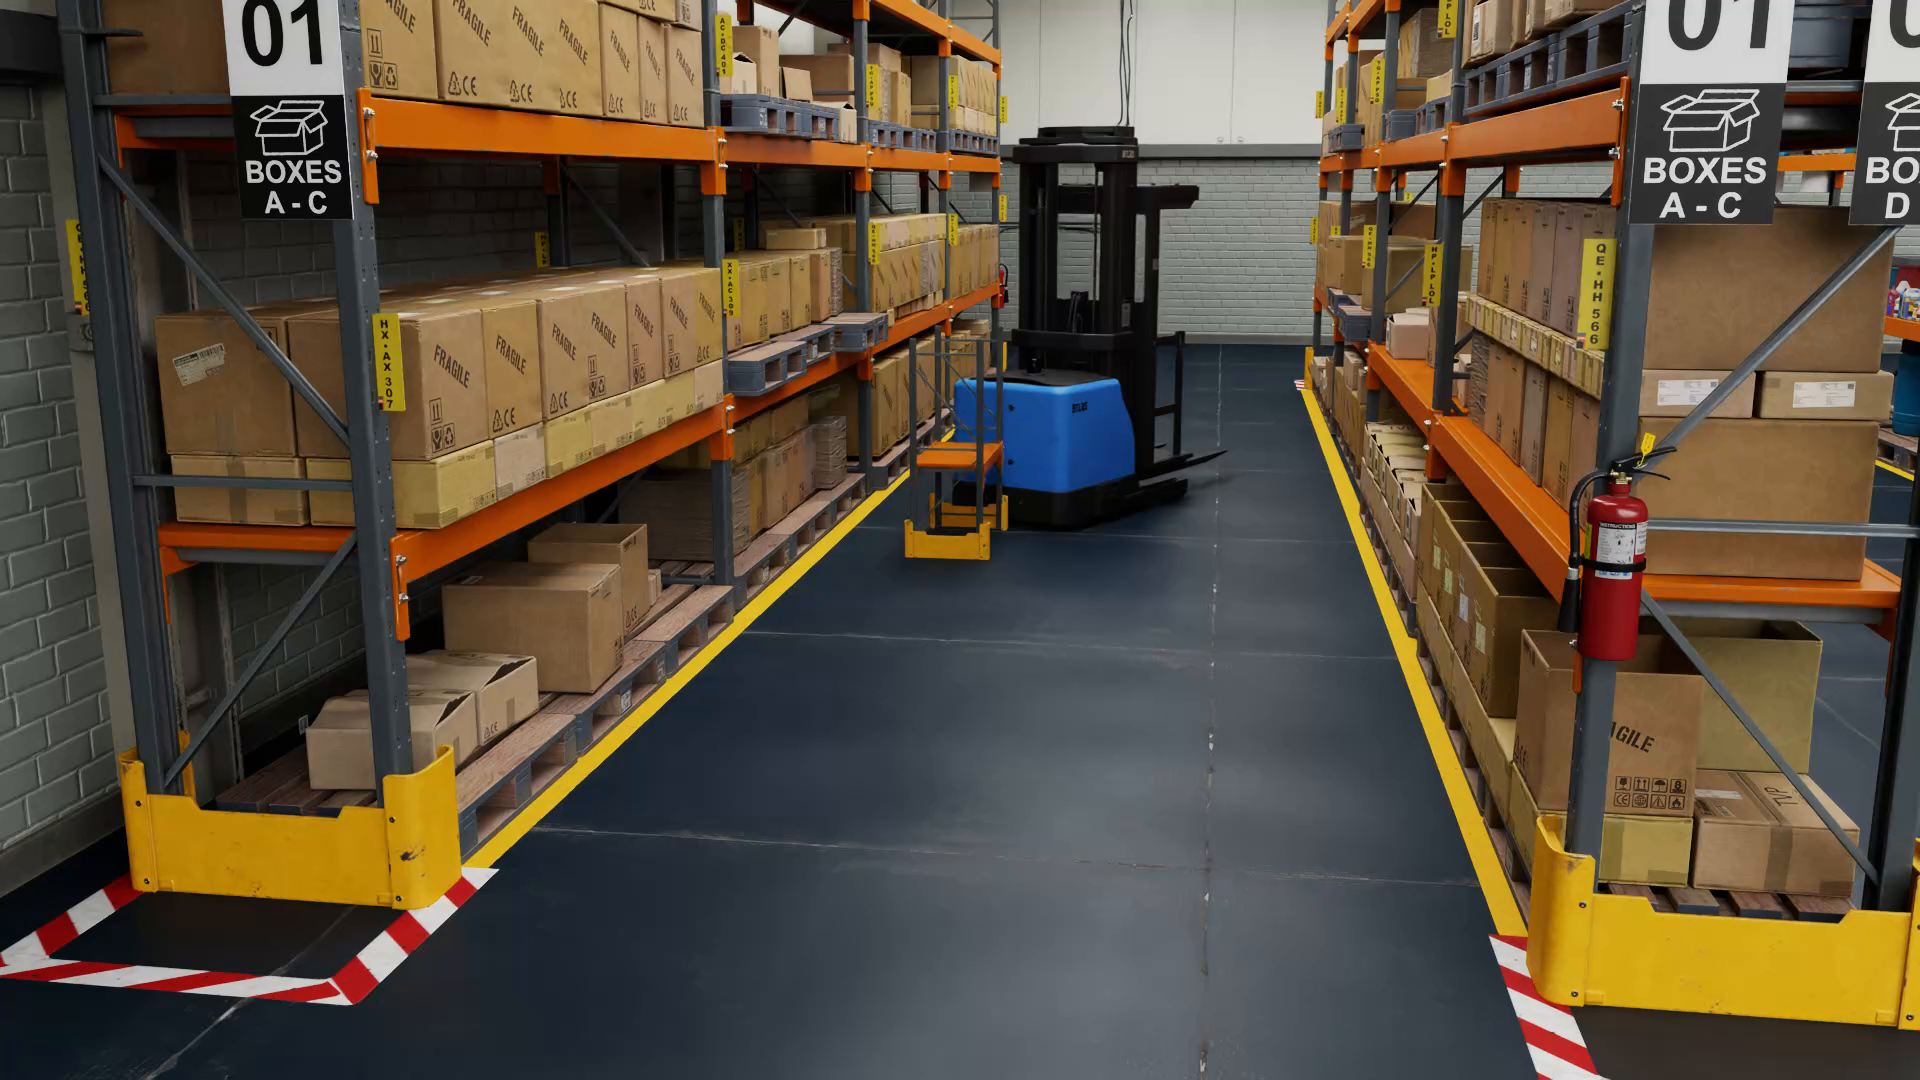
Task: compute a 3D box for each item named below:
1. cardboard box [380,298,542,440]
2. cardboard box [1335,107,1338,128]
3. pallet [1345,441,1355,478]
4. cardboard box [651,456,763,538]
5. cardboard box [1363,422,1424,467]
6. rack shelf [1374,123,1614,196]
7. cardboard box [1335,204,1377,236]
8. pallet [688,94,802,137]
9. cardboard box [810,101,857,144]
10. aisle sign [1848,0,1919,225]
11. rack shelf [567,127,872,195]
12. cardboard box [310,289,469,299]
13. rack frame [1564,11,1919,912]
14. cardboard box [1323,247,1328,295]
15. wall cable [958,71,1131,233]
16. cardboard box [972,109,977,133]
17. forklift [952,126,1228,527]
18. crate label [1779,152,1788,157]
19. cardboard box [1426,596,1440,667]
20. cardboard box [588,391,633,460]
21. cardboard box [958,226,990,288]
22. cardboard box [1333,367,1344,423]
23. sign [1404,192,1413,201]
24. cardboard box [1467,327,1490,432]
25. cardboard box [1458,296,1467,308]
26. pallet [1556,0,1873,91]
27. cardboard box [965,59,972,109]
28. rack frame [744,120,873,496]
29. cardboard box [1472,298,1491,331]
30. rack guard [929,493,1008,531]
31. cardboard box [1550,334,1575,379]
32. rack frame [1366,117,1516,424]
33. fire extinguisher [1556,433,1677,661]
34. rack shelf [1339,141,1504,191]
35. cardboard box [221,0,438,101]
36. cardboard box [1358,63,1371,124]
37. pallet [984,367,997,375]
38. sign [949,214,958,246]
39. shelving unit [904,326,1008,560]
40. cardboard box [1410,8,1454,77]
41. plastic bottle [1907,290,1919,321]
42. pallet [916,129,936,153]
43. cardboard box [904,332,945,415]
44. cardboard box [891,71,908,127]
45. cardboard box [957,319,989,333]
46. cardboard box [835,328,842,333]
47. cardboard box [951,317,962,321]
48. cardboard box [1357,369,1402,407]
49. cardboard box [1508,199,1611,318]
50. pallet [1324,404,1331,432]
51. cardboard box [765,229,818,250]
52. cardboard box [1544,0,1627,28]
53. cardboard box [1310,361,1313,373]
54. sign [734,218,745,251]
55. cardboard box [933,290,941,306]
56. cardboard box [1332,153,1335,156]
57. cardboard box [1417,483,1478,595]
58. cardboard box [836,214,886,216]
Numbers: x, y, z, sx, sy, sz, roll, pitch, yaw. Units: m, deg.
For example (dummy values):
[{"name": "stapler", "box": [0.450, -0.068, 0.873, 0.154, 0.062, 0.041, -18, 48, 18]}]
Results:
[{"name": "cardboard box", "box": [-2.001, -0.686, 6.584, 0.500, 0.500, 0.500, 2, 12, 9]}, {"name": "cardboard box", "box": [4.170, -4.380, 17.247, 0.500, 0.250, 0.500, 2, 12, 9]}, {"name": "pallet", "box": [4.010, -0.740, 14.928, 1.003, 0.211, 1.213, 2, 12, 9]}, {"name": "cardboard box", "box": [-1.716, -0.279, 11.058, 0.700, 0.500, 0.500, 2, 12, 8]}, {"name": "cardboard box", "box": [3.297, -0.732, 12.468, 0.500, 0.311, 0.500, 2, 12, 11]}, {"name": "rack shelf", "box": [3.360, -2.394, 10.572, 1.077, 0.370, 4.000, 2, 12, 9]}, {"name": "cardboard box", "box": [4.105, -3.180, 17.019, 0.500, 0.500, 0.500, 2, 12, 9]}, {"name": "pallet", "box": [-1.642, -2.523, 9.905, 1.213, 0.211, 1.003, 2, 12, 9]}, {"name": "cardboard box", "box": [-1.071, -3.130, 12.440, 0.500, 0.311, 0.500, 2, 12, 9]}, {"name": "aisle sign", "box": [2.730, -1.278, 4.633, 0.394, 0.787, 0.004, 2, 12, 9]}, {"name": "rack shelf", "box": [-1.535, -2.554, 11.313, 1.077, 0.370, 4.000, 2, 12, 9]}, {"name": "cardboard box", "box": [-2.433, -0.811, 7.164, 0.500, 0.500, 0.500, 2, 12, 7]}, {"name": "rack frame", "box": [2.438, -0.031, 5.016, 1.000, 3.000, 0.127, 2, 12, 9]}, {"name": "cardboard box", "box": [4.337, -3.011, 18.605, 0.500, 0.500, 0.500, 2, 12, 9]}, {"name": "wall cable", "box": [1.226, -6.102, 26.317, 3.097, 2.526, 0.112, 2, 12, 9]}, {"name": "cardboard box", "box": [-0.081, -4.684, 18.608, 0.500, 0.250, 0.500, 2, 12, 7]}, {"name": "forklift", "box": [1.202, -1.785, 13.320, 1.130, 2.935, 3.031, 9, 15, 34]}, {"name": "crate label", "box": [9.331, -4.412, 18.580, 0.408, 0.251, 0.502, 2, 12, 9]}, {"name": "cardboard box", "box": [2.600, 0.466, 8.241, 0.500, 0.250, 0.500, 2, 12, 9]}, {"name": "cardboard box", "box": [-1.839, -0.538, 7.677, 0.500, 0.250, 0.500, 2, 12, 9]}, {"name": "cardboard box", "box": [-0.166, -3.410, 19.982, 0.980, 0.700, 0.700, 2, 12, 8]}, {"name": "cardboard box", "box": [3.968, -1.429, 16.394, 0.500, 0.500, 0.500, 1, 12, 6]}, {"name": "sign", "box": [5.444, -4.060, 20.213, 0.100, 0.325, 0.005, 2, 12, 9]}, {"name": "cardboard box", "box": [2.991, -0.820, 8.440, 0.700, 0.500, 0.500, 2, 12, 7]}, {"name": "cardboard box", "box": [3.345, -1.286, 10.601, 0.500, 0.500, 0.500, 2, 12, 9]}, {"name": "pallet", "box": [2.572, -1.600, 5.389, 1.003, 0.211, 1.213, 2, 12, 9]}, {"name": "cardboard box", "box": [-0.152, -4.949, 18.058, 0.500, 0.500, 0.500, 2, 12, 7]}, {"name": "rack frame", "box": [-1.227, -1.856, 13.485, 1.000, 3.000, 0.127, 2, 12, 9]}, {"name": "cardboard box", "box": [2.782, -1.128, 8.328, 0.380, 0.149, 0.250, 2, 12, 9]}, {"name": "rack guard", "box": [0.065, -0.210, 12.374, 0.587, 0.250, 0.087, 2, 12, 9]}, {"name": "cardboard box", "box": [2.467, -0.697, 6.331, 0.380, 0.149, 0.250, 2, 12, 10]}, {"name": "rack frame", "box": [3.668, -1.696, 12.744, 1.000, 3.000, 0.127, 2, 12, 9]}, {"name": "fire extinguisher", "box": [1.960, 0.017, 4.980, 0.296, 0.674, 0.183, 2, 12, 9]}, {"name": "rack shelf", "box": [3.976, -3.227, 14.435, 1.077, 0.370, 4.000, 2, 12, 9]}, {"name": "cardboard box", "box": [-2.159, -1.777, 5.714, 0.500, 0.500, 0.500, 2, 12, 10]}, {"name": "cardboard box", "box": [4.133, -4.196, 15.751, 0.600, 0.600, 0.600, 1, 12, 3]}, {"name": "pallet", "box": [-0.043, -1.989, 20.722, 1.003, 0.211, 1.213, 2, 12, 9]}, {"name": "sign", "box": [-0.074, -3.200, 17.163, 0.100, 0.325, 0.005, 2, 12, 9]}, {"name": "shelving unit", "box": [-0.012, -0.717, 11.762, 0.587, 1.500, 1.083, 2, 12, 9]}, {"name": "cardboard box", "box": [3.741, -3.791, 12.732, 0.500, 0.500, 0.500, 2, 12, 9]}, {"name": "plastic bottle", "box": [8.628, -2.121, 15.021, 0.097, 0.271, 0.097, 0, 12, 0]}, {"name": "pallet", "box": [-0.704, -3.869, 16.160, 0.805, 0.209, 1.217, 1, 12, 6]}, {"name": "cardboard box", "box": [-0.584, -1.703, 16.883, 0.750, 0.750, 0.750, 2, 12, 9]}, {"name": "cardboard box", "box": [-0.878, -4.121, 15.595, 0.700, 0.500, 0.500, 2, 12, 8]}, {"name": "cardboard box", "box": [0.155, -2.640, 20.520, 0.380, 0.149, 0.250, 2, 12, 8]}, {"name": "cardboard box", "box": [-0.948, -1.804, 13.792, 0.380, 0.149, 0.250, 2, 12, 8]}, {"name": "cardboard box", "box": [-0.184, -2.705, 20.823, 0.380, 0.149, 0.250, 2, 12, 9]}, {"name": "cardboard box", "box": [3.584, -1.270, 13.875, 0.500, 0.250, 0.500, 2, 12, 11]}, {"name": "cardboard box", "box": [2.837, -1.244, 7.331, 0.700, 0.500, 0.500, 2, 12, 9]}, {"name": "pallet", "box": [4.390, -1.308, 17.564, 1.003, 0.211, 1.213, 2, 12, 9]}, {"name": "cardboard box", "box": [-1.286, -2.297, 12.709, 0.380, 0.149, 0.250, 0, 12, -1]}, {"name": "cardboard box", "box": [2.354, -1.946, 5.809, 0.500, 0.250, 0.500, 2, 12, 9]}, {"name": "cardboard box", "box": [4.494, -2.107, 20.372, 0.380, 0.149, 0.250, 2, 12, 9]}, {"name": "sign", "box": [-1.776, -2.439, 13.443, 0.100, 0.325, 0.005, 2, 12, 9]}, {"name": "cardboard box", "box": [-0.400, -2.443, 16.756, 0.380, 0.149, 0.250, 2, 12, 10]}, {"name": "cardboard box", "box": [4.251, -4.240, 17.782, 0.500, 0.250, 0.500, 2, 12, 9]}, {"name": "cardboard box", "box": [2.672, -0.005, 8.645, 0.500, 0.500, 0.500, 2, 12, 9]}, {"name": "cardboard box", "box": [-1.014, -3.063, 16.314, 0.500, 0.250, 0.500, 2, 12, 9]}]
